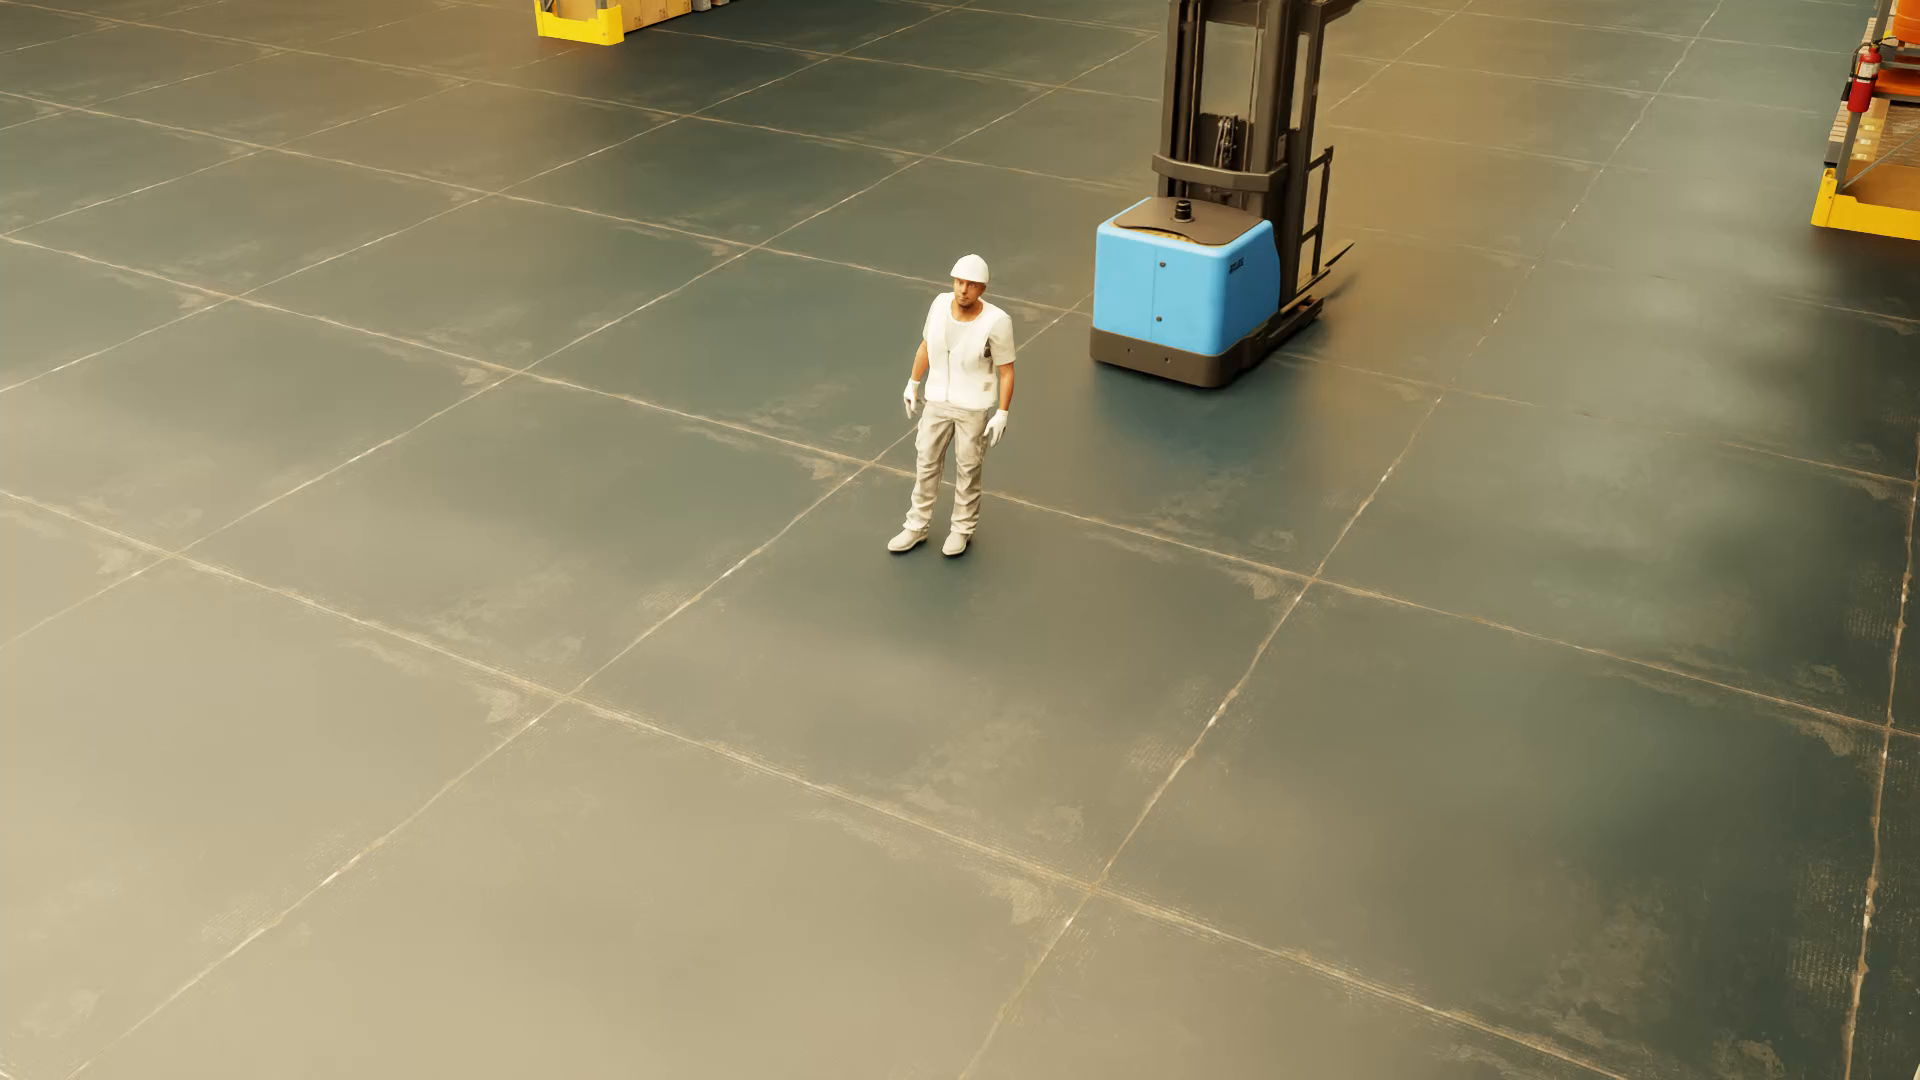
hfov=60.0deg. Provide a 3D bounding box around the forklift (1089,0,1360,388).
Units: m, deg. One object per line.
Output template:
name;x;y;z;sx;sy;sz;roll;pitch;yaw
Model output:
forklift;2.182;-3.036;12.331;1.130;2.935;3.031;18;35;28

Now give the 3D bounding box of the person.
person;-0.042;-0.750;9.503;0.656;1.782;0.577;15;33;25
